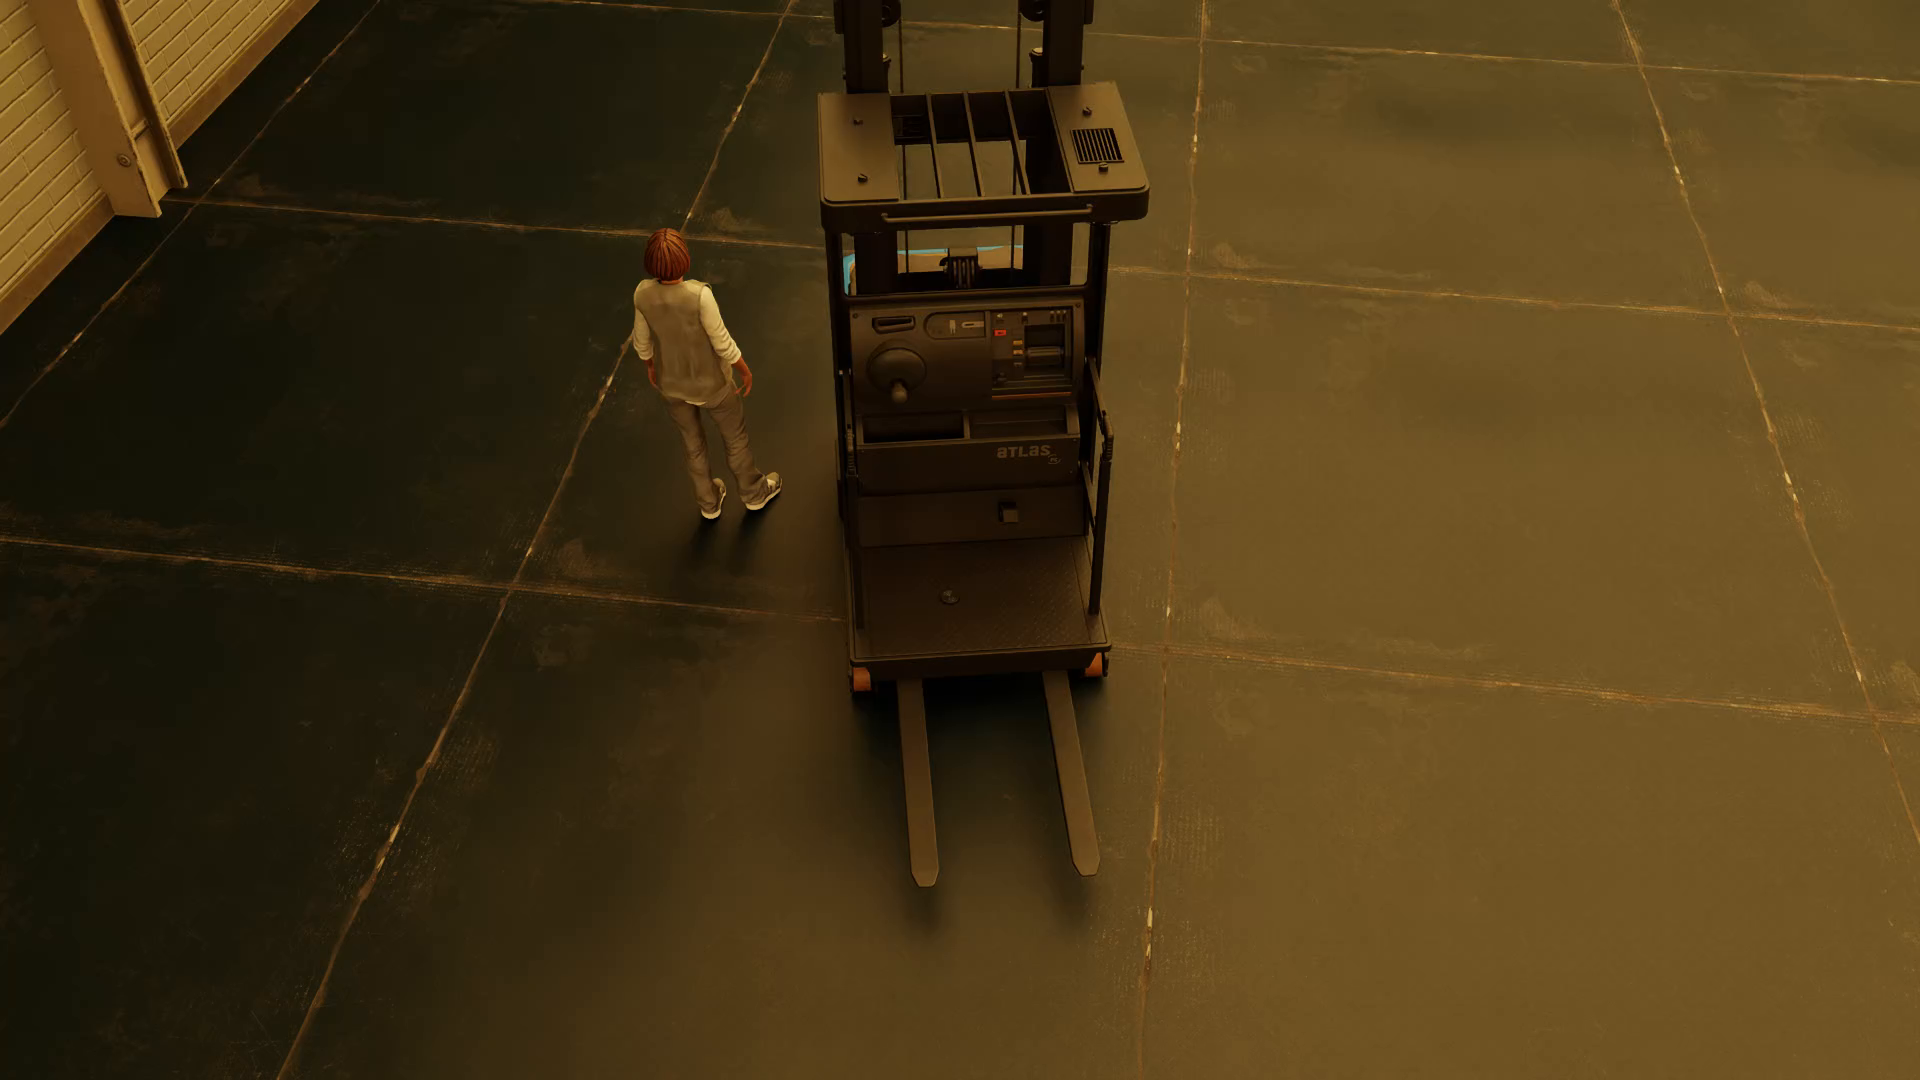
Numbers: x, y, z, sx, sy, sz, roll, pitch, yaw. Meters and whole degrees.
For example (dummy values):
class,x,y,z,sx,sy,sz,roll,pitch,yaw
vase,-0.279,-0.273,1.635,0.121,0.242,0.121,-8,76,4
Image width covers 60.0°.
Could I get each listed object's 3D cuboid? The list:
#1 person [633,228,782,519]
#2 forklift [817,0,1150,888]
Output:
class,x,y,z,sx,sy,sz,roll,pitch,yaw
person,-1.165,-0.763,7.531,0.521,1.598,0.473,9,43,9
forklift,0.051,-0.668,6.451,1.130,2.935,3.031,-3,43,-4
